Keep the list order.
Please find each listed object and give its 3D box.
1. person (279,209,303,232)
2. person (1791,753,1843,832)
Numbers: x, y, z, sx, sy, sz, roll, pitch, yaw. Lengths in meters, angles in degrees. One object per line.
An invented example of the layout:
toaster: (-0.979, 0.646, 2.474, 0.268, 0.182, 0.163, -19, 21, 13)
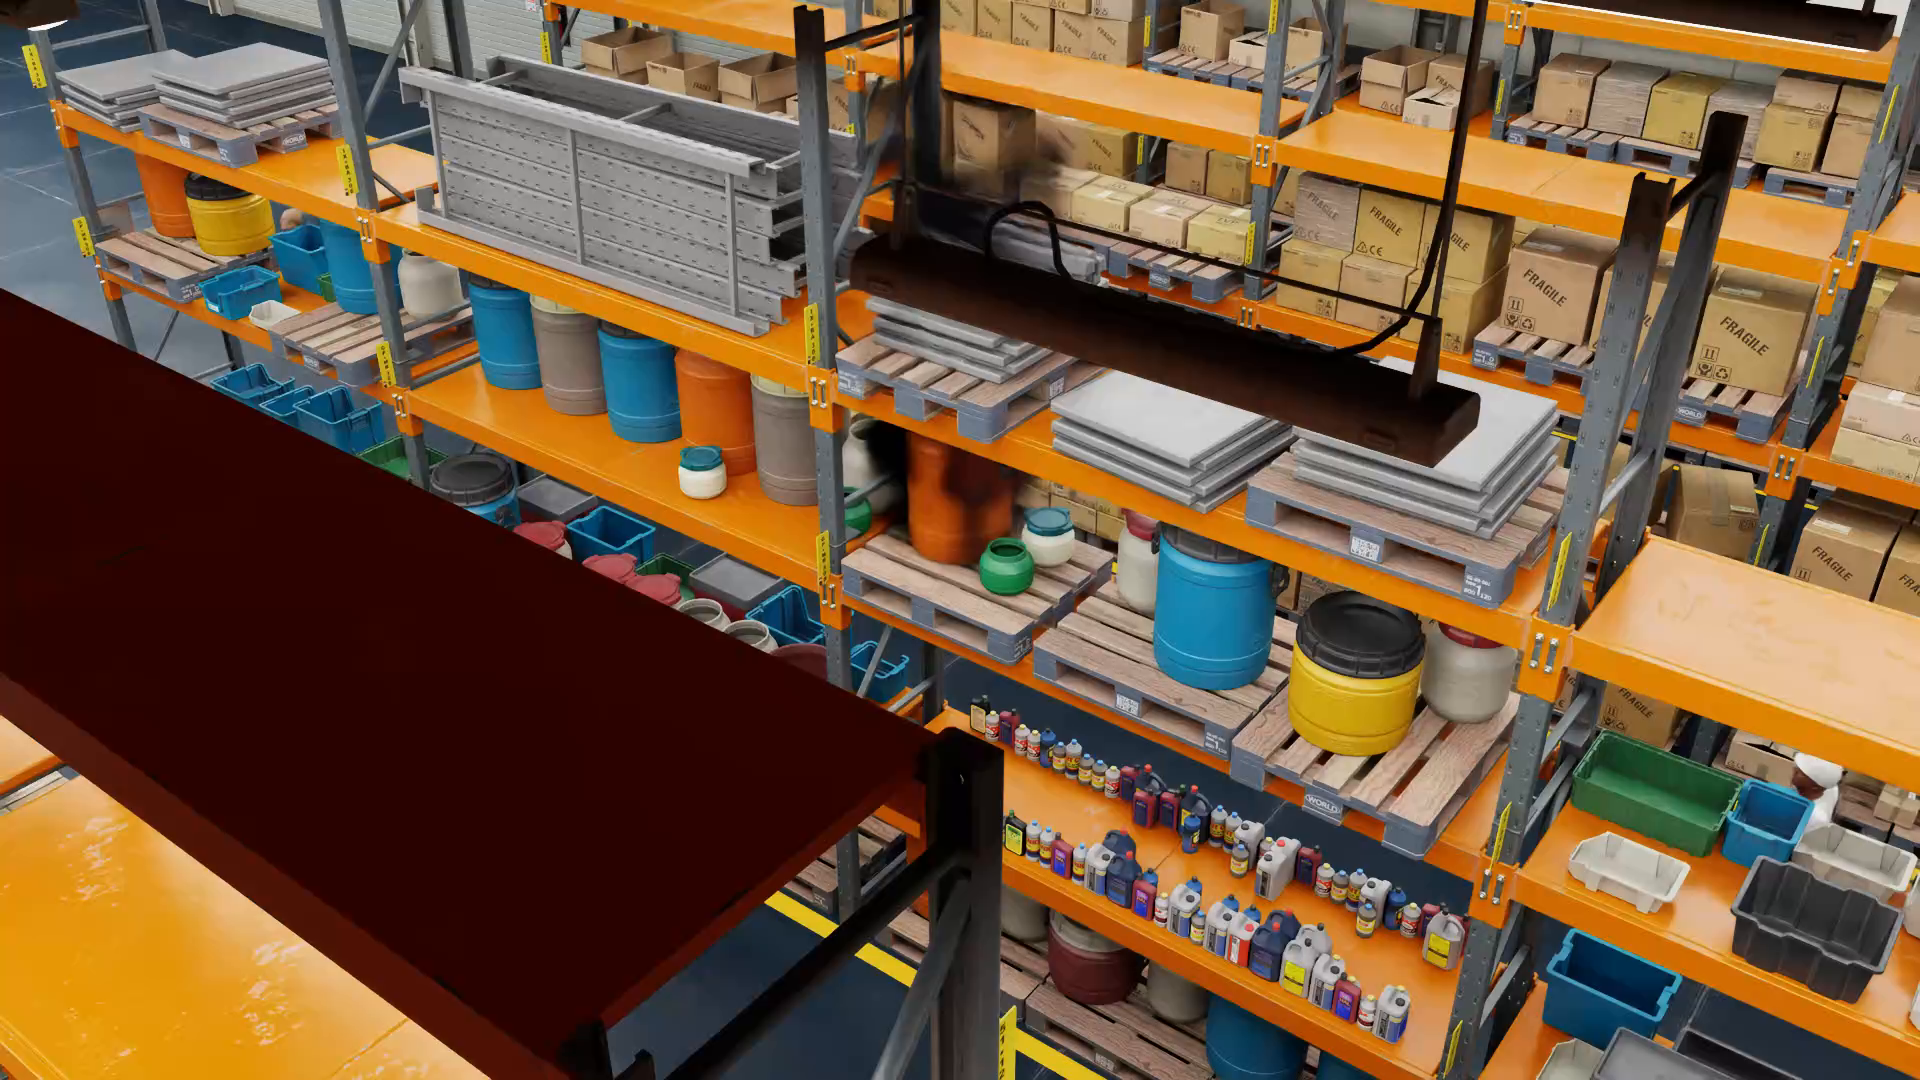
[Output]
person: (-7.092, -2.770, 18.157, 0.685, 1.750, 0.704, -15, 35, -24)
person: (5.150, 2.027, 10.304, 0.761, 1.756, 0.681, 16, 35, 25)
